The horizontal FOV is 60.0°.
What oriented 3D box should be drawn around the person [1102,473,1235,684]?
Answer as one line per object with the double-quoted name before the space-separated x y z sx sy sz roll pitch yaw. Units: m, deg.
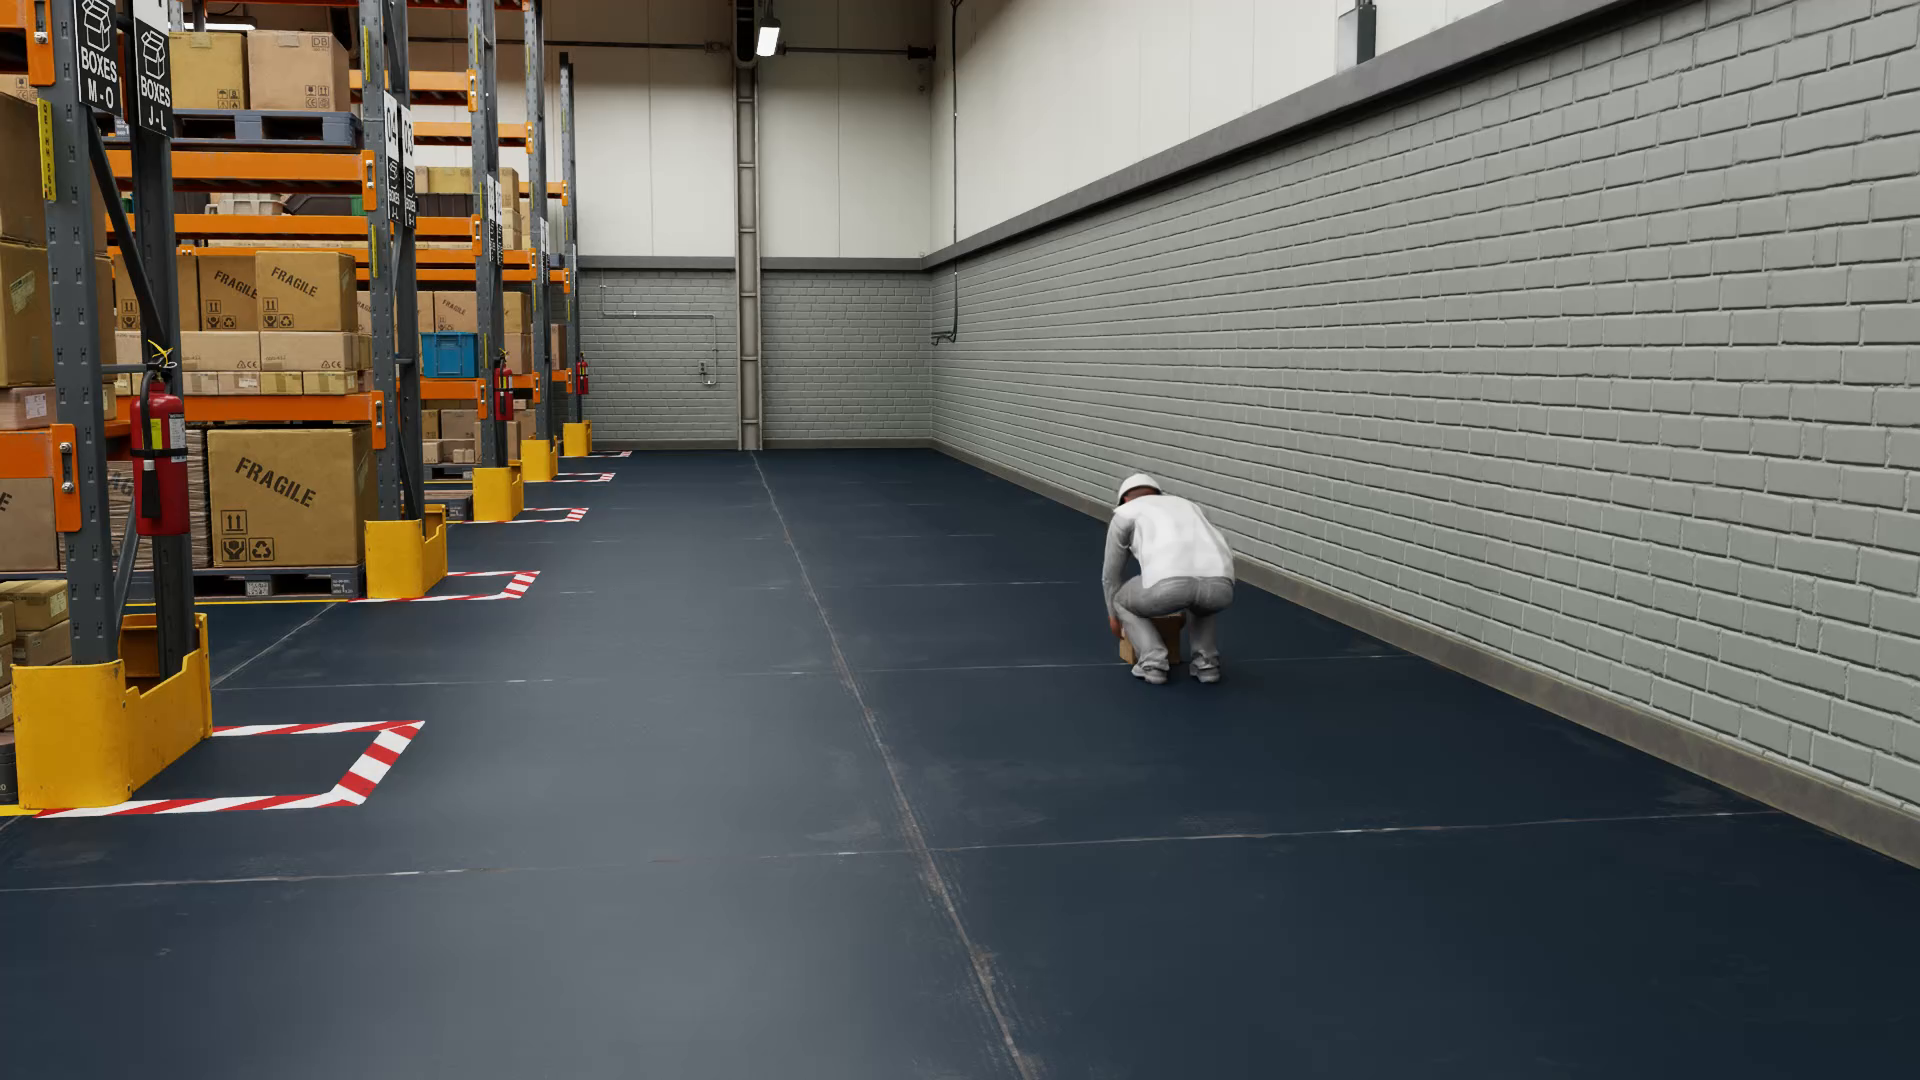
"person" 1.002 0.180 8.136 0.542 0.964 0.908 -1 7 -9
